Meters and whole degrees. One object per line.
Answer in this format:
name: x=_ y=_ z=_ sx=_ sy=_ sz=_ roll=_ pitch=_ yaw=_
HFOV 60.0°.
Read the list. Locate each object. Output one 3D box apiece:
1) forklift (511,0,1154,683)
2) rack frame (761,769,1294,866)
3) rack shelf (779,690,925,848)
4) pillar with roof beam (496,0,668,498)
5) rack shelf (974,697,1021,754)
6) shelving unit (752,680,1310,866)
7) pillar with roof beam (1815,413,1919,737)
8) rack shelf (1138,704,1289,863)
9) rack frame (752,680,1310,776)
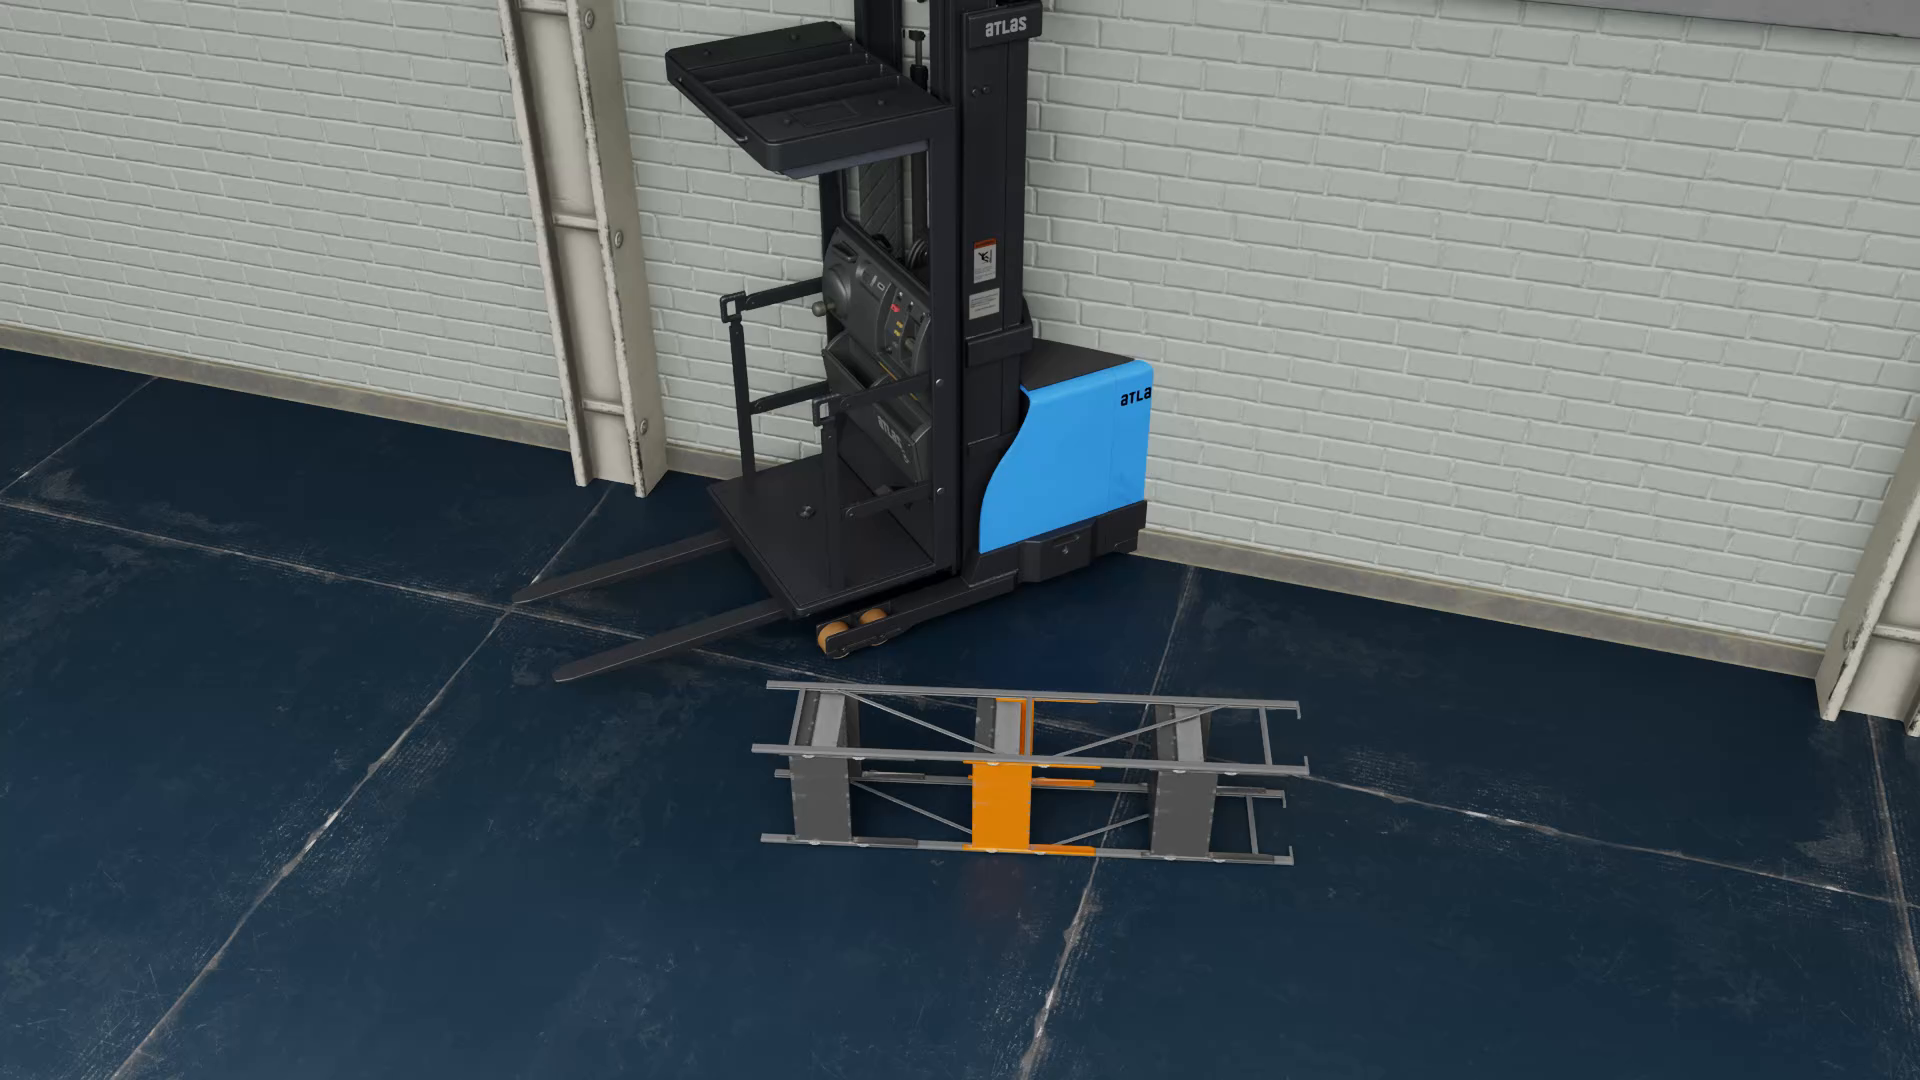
forklift: x=-0.547 y=-1.003 z=7.140 sx=3.031 sy=2.935 sz=1.130 roll=-18 pitch=40 yaw=-23
rack frame: x=0.269 y=1.113 z=6.714 sx=2.100 sy=0.015 sz=0.400 roll=2 pitch=36 yaw=3
rack shelf: x=-0.416 y=0.893 z=6.601 sx=0.518 sy=0.480 sz=0.431 roll=2 pitch=36 yaw=3
pillar with roof beam: x=-3.046 y=-1.528 z=2.734 sx=0.400 sy=9.000 sz=9.100 roll=10 pitch=38 yaw=14
rack shelf: x=0.146 y=0.912 z=6.575 sx=0.174 sy=0.457 sz=0.368 roll=2 pitch=36 yaw=3
shelving unit: x=0.269 y=0.917 z=6.569 sx=2.100 sy=0.503 sz=0.431 roll=2 pitch=36 yaw=3
pillar with roof beam: x=2.681 y=-0.467 z=1.293 sx=0.400 sy=9.000 sz=9.100 roll=10 pitch=38 yaw=14
rack shelf: x=0.982 y=0.941 z=6.535 sx=0.518 sy=0.480 sz=0.431 roll=2 pitch=36 yaw=3
rack frame: x=0.269 y=0.720 z=6.424 sx=2.100 sy=0.015 sz=0.400 roll=2 pitch=36 yaw=3
